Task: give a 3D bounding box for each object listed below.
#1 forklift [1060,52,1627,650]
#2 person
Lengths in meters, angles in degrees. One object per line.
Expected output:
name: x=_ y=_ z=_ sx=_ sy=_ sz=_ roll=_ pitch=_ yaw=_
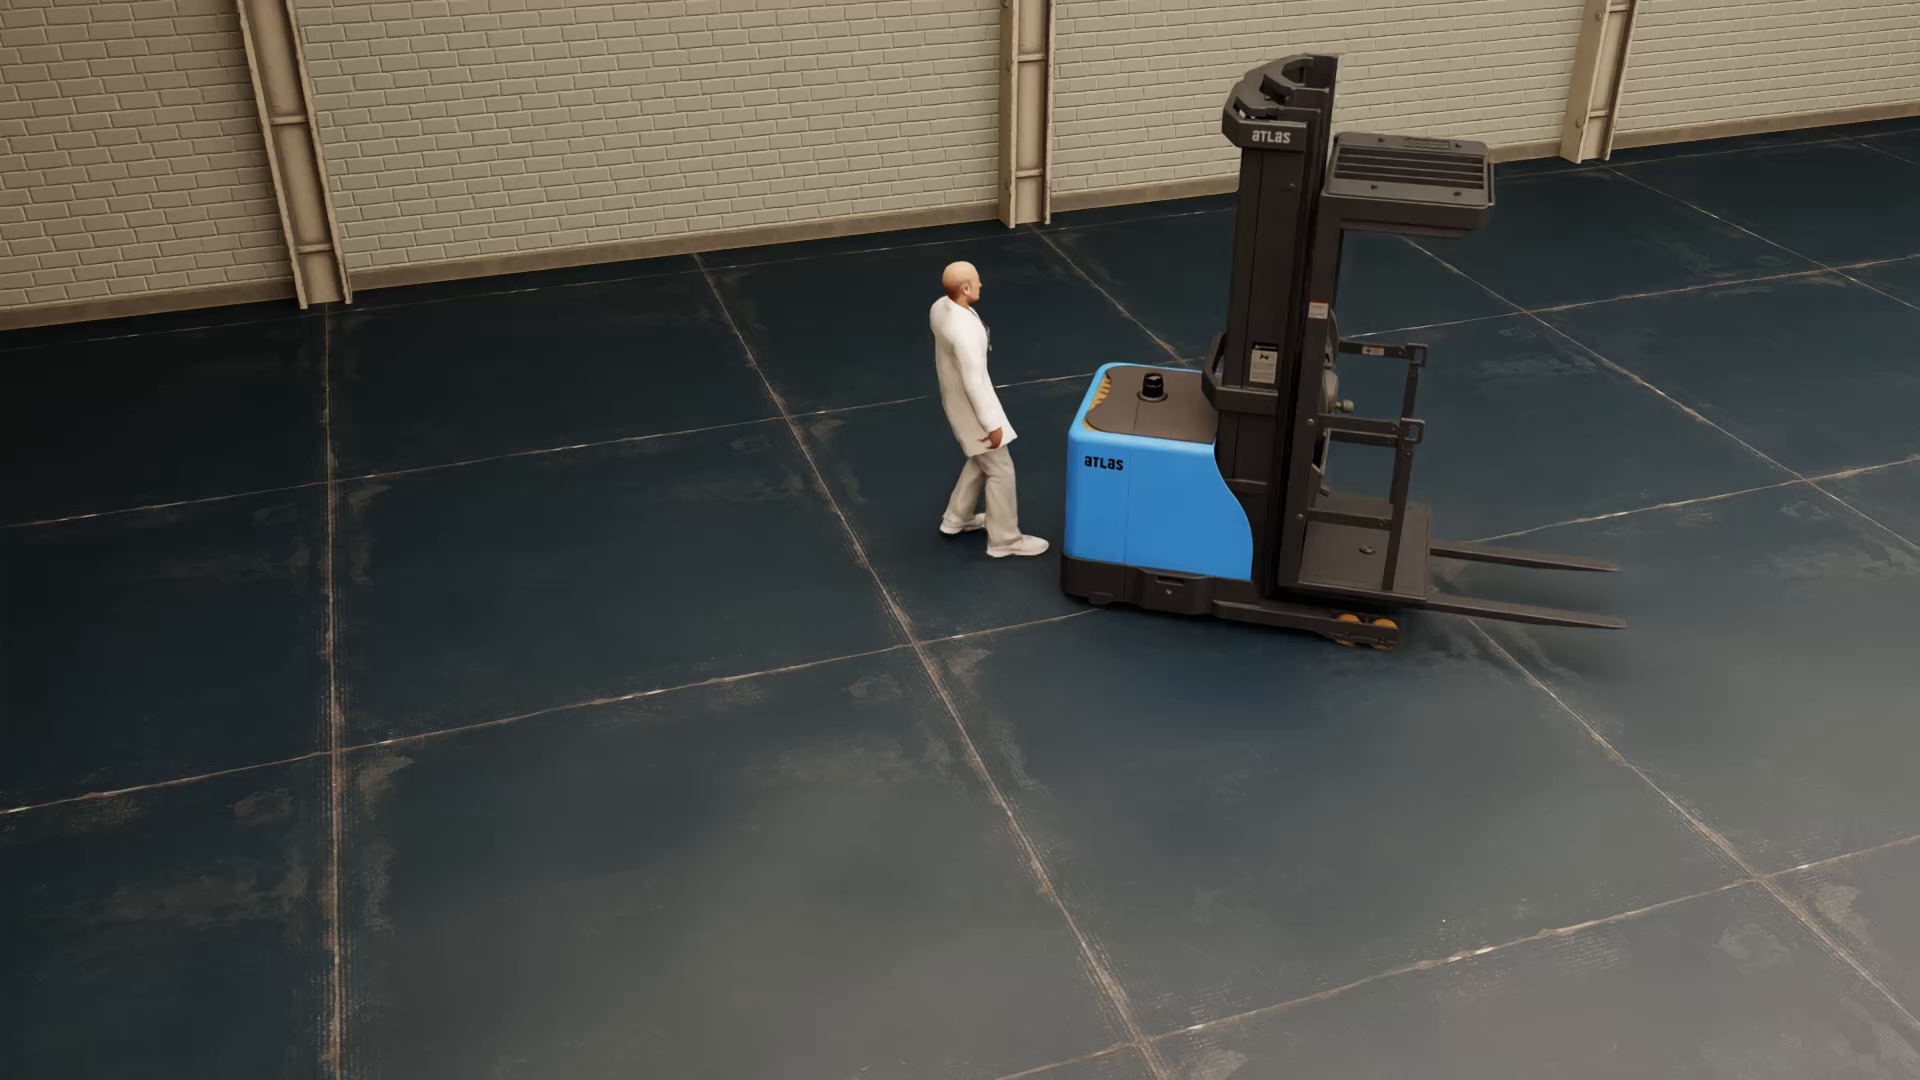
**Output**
forklift: x=2.143 y=-0.968 z=8.770 sx=3.031 sy=2.935 sz=1.130 roll=8 pitch=31 yaw=13
person: x=0.170 y=-0.789 z=9.676 sx=0.609 sy=1.753 sz=0.767 roll=-7 pitch=31 yaw=-11
